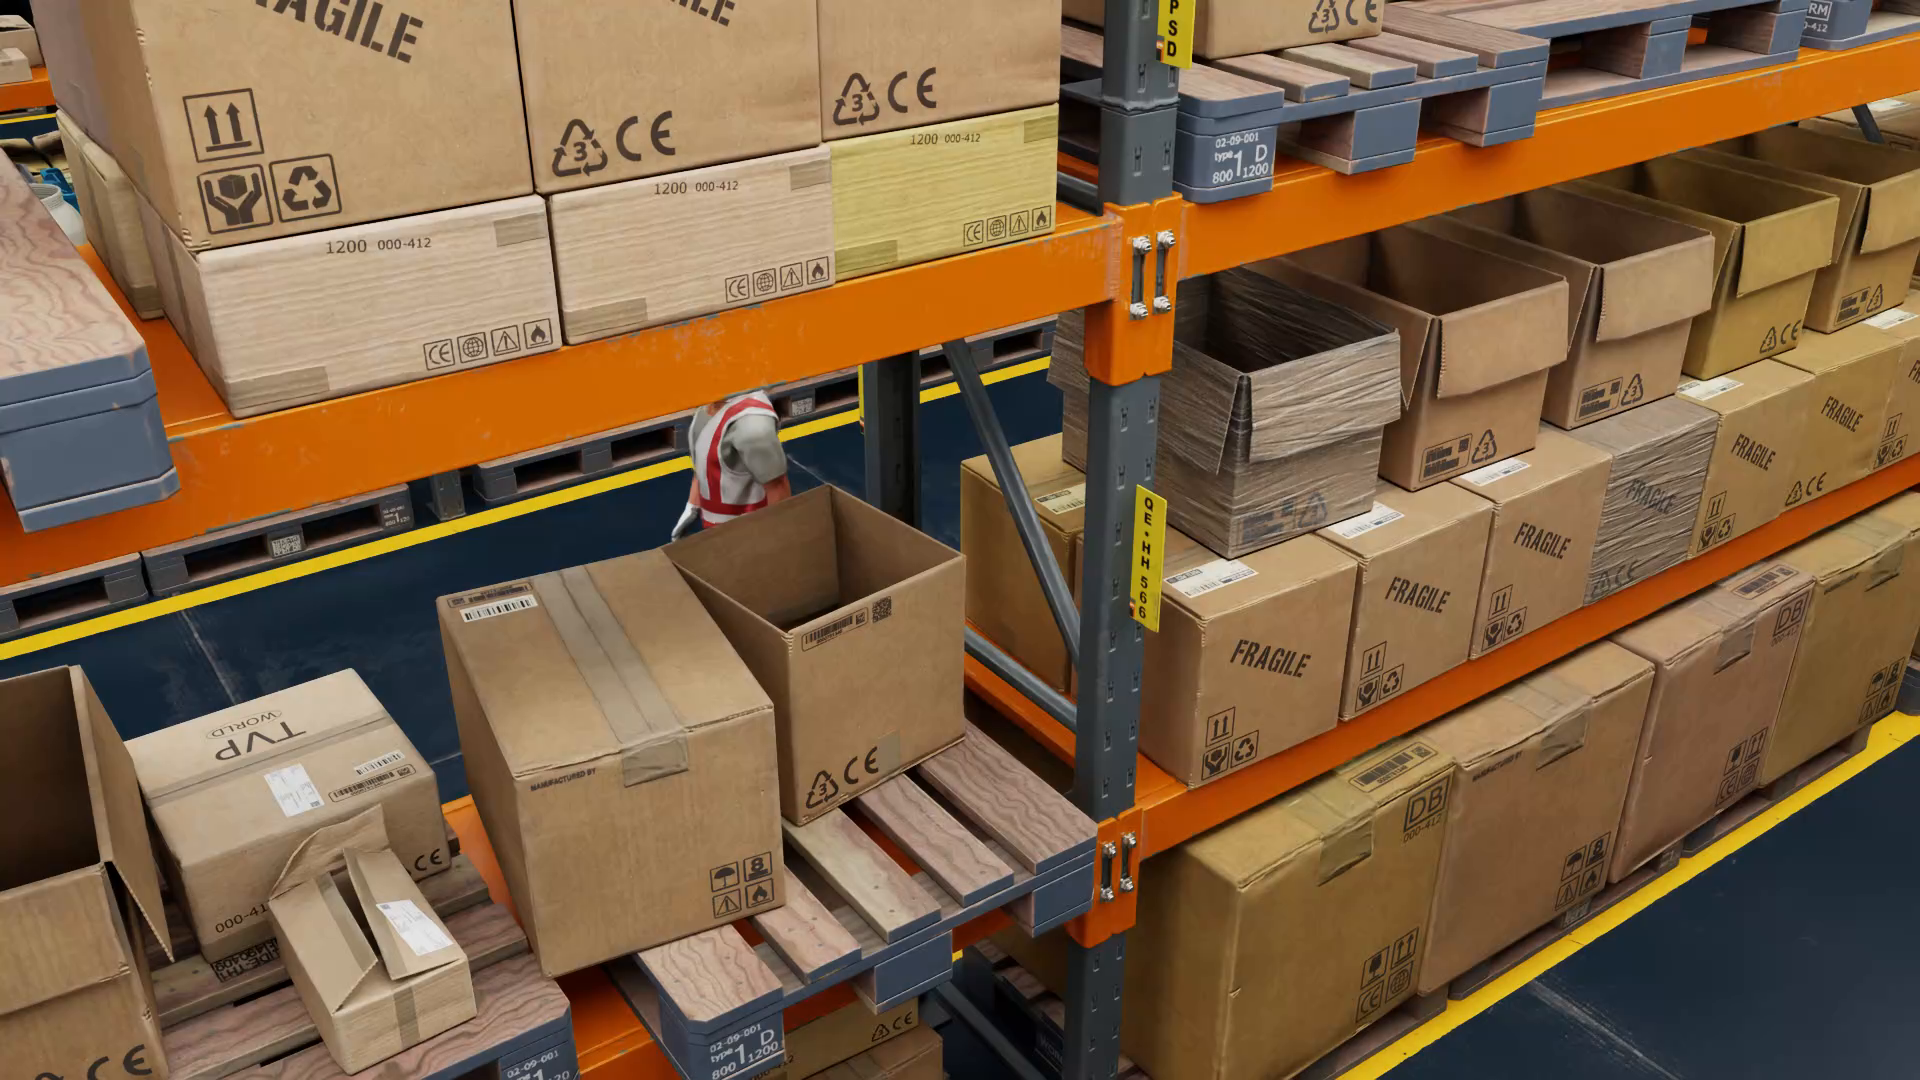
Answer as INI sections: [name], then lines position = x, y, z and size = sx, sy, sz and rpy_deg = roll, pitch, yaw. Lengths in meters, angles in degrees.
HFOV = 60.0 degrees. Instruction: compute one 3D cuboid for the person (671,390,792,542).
[person]
position = -0.919, -0.044, 6.275
size = 1.071, 1.713, 0.506
rpy_deg = -6, 29, -11
